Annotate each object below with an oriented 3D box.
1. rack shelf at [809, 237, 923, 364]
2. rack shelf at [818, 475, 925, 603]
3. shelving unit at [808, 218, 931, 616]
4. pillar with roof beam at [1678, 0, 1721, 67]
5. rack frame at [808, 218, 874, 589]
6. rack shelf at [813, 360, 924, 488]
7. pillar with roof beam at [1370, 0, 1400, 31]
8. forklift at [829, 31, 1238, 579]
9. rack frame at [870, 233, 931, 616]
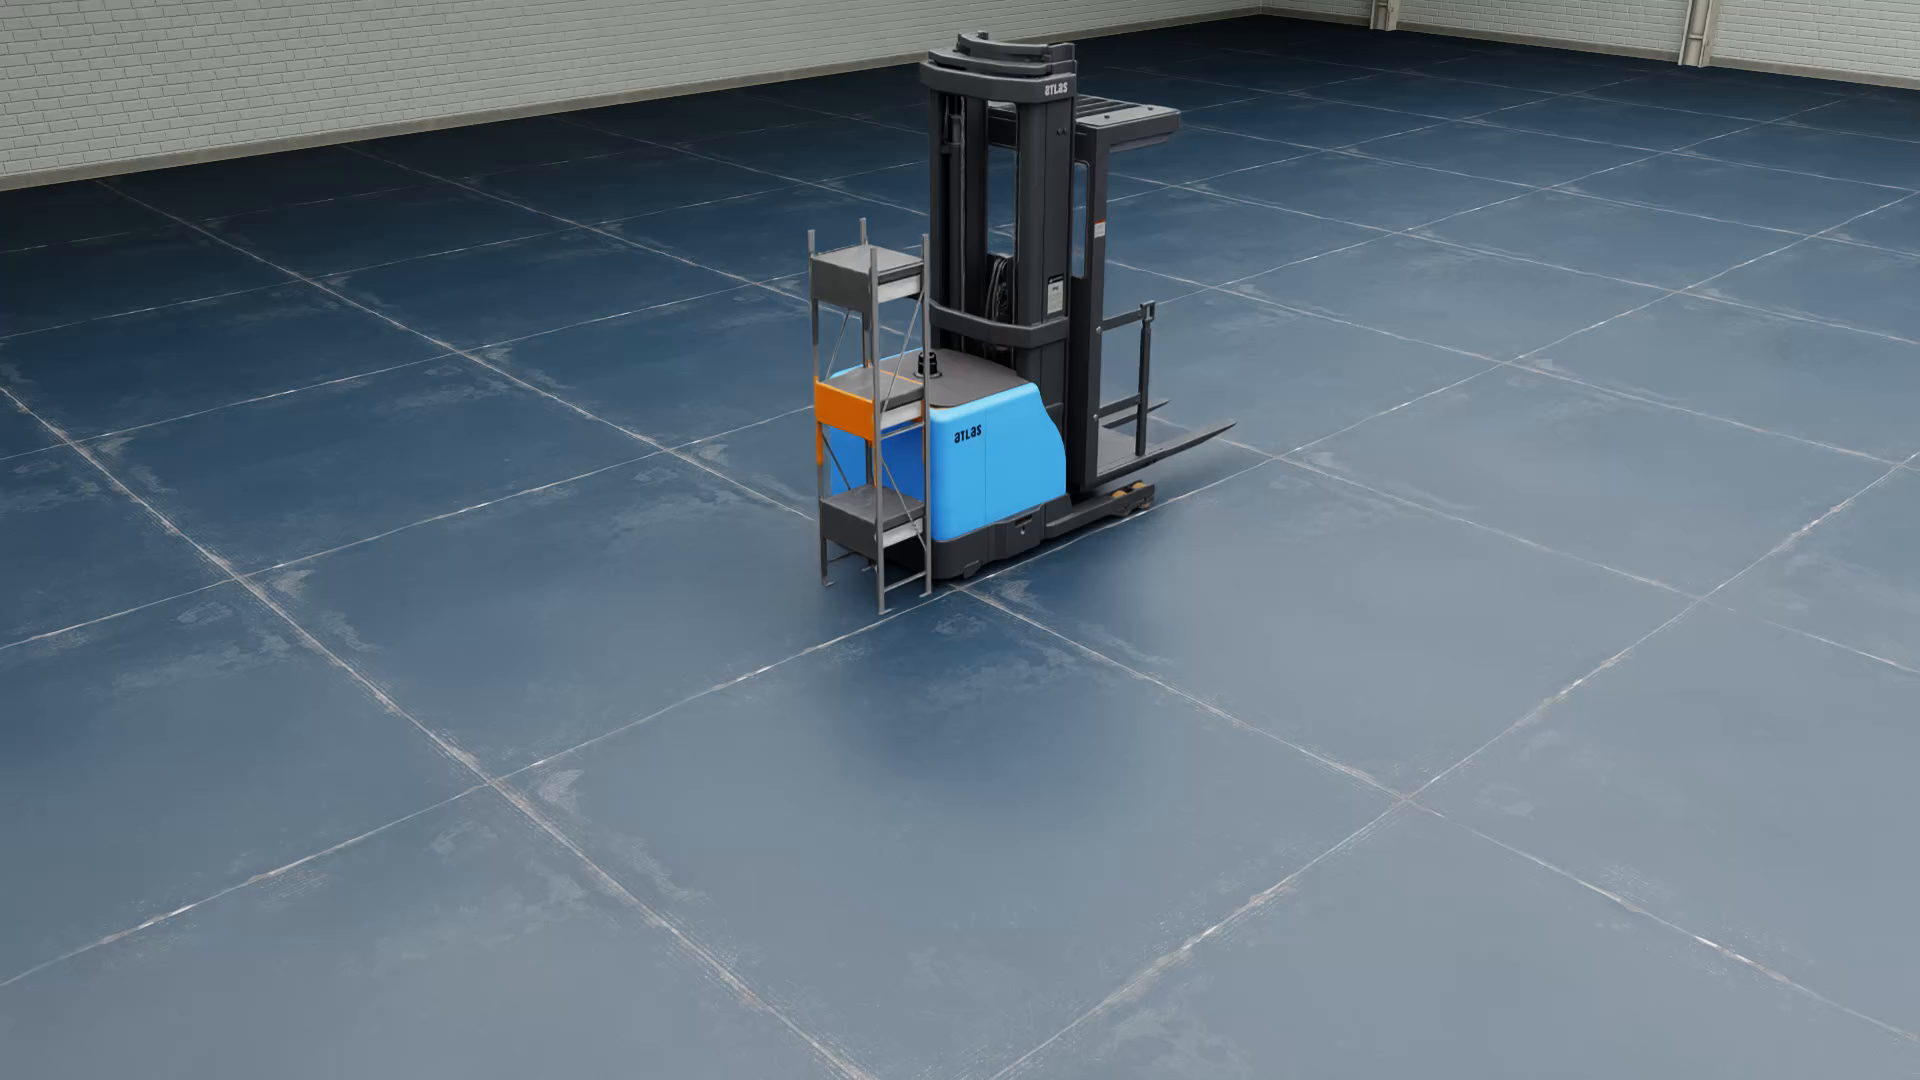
[{"bbox_3d":[-0.484,-1.286,8.885,0.480,0.518,0.431,22,33,40],"label":"rack shelf"},{"bbox_3d":[-0.484,-0.012,9.466,0.480,0.518,0.431,22,33,40],"label":"rack shelf"},{"bbox_3d":[-0.484,-0.661,9.170,0.503,2.100,0.431,22,33,40],"label":"shelving unit"},{"bbox_3d":[8.948,-10.702,22.866,9.100,9.000,0.400,-21,32,-38],"label":"pillar with roof beam"},{"bbox_3d":[-0.657,-0.733,9.326,0.015,2.100,0.400,22,33,40],"label":"rack frame"},{"bbox_3d":[-0.484,-0.649,9.175,0.480,0.518,0.431,22,33,40],"label":"rack shelf"},{"bbox_3d":[4.847,-12.519,26.851,9.100,9.000,0.400,-21,32,-38],"label":"pillar with roof beam"},{"bbox_3d":[0.612,-1.616,10.261,3.031,2.935,1.130,-22,32,-39],"label":"forklift"},{"bbox_3d":[-0.312,-0.590,9.013,0.015,2.100,0.400,22,33,40],"label":"rack frame"}]
